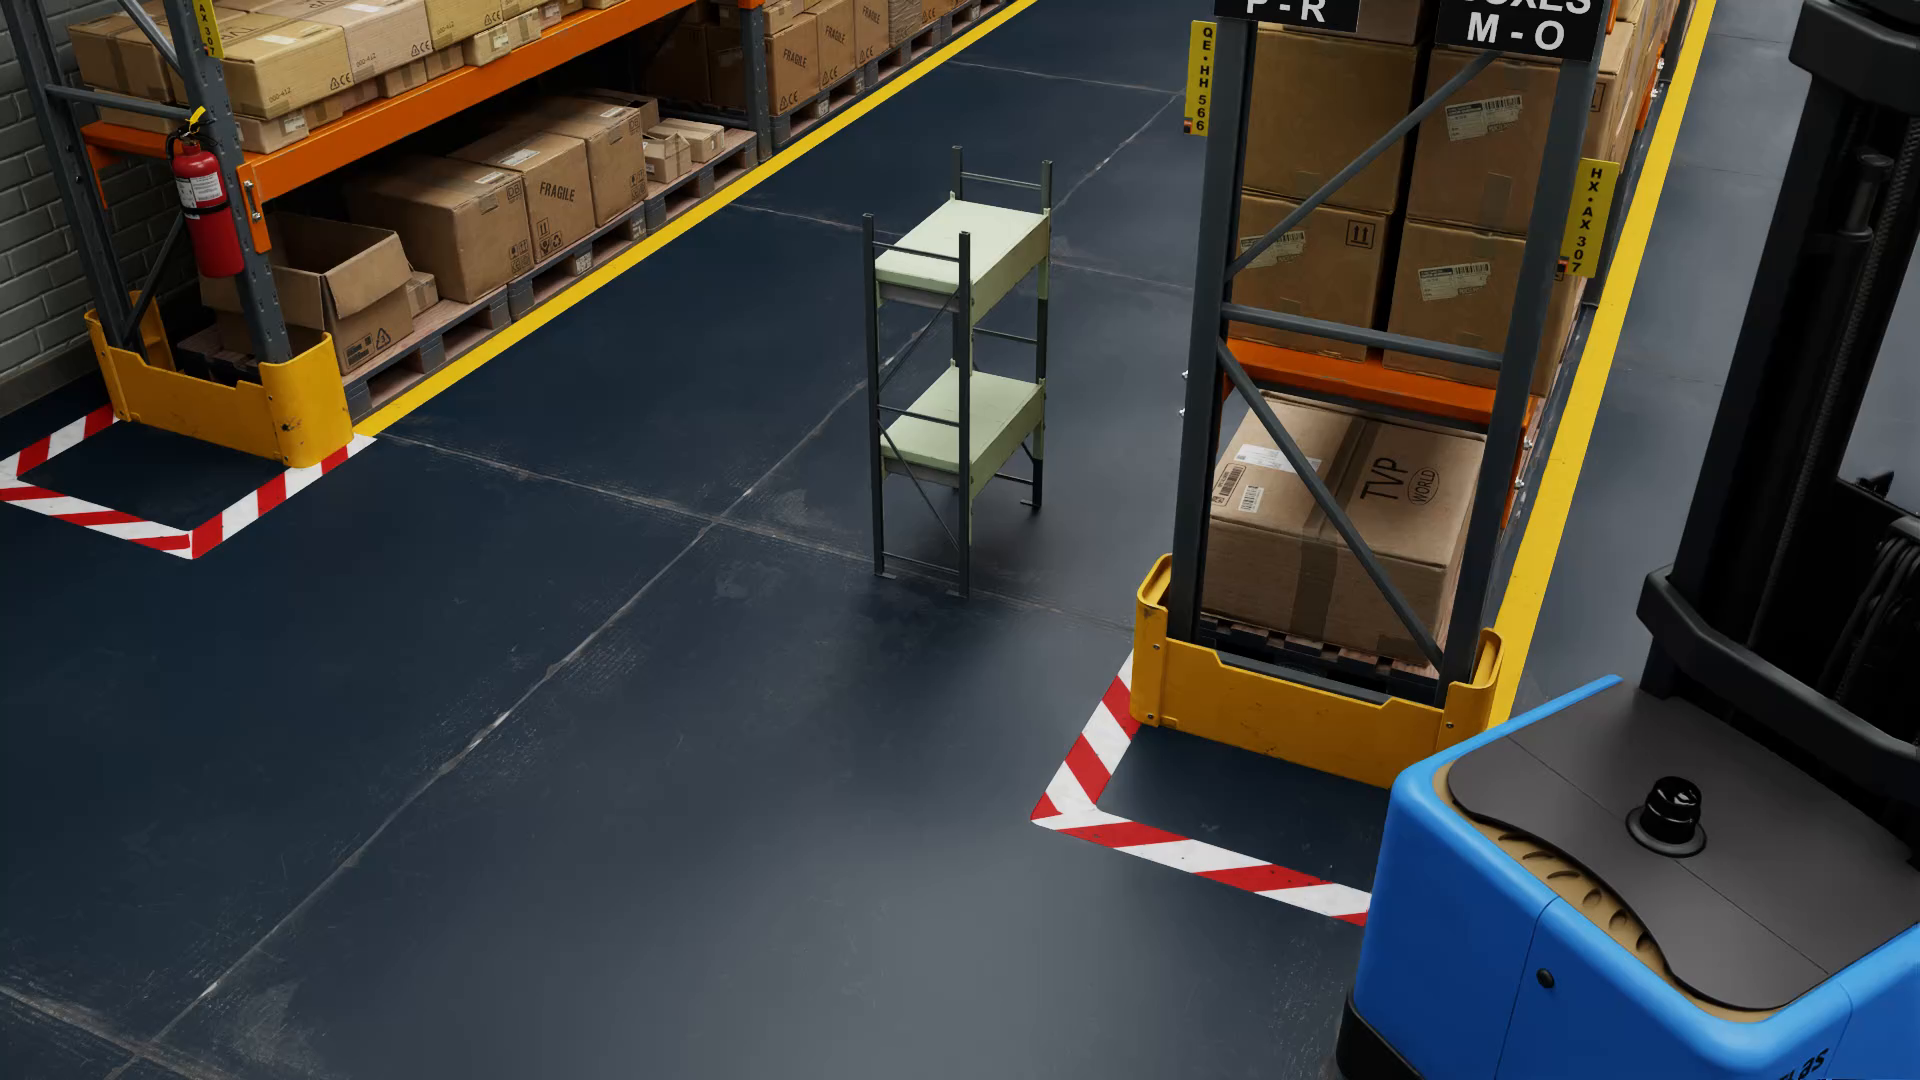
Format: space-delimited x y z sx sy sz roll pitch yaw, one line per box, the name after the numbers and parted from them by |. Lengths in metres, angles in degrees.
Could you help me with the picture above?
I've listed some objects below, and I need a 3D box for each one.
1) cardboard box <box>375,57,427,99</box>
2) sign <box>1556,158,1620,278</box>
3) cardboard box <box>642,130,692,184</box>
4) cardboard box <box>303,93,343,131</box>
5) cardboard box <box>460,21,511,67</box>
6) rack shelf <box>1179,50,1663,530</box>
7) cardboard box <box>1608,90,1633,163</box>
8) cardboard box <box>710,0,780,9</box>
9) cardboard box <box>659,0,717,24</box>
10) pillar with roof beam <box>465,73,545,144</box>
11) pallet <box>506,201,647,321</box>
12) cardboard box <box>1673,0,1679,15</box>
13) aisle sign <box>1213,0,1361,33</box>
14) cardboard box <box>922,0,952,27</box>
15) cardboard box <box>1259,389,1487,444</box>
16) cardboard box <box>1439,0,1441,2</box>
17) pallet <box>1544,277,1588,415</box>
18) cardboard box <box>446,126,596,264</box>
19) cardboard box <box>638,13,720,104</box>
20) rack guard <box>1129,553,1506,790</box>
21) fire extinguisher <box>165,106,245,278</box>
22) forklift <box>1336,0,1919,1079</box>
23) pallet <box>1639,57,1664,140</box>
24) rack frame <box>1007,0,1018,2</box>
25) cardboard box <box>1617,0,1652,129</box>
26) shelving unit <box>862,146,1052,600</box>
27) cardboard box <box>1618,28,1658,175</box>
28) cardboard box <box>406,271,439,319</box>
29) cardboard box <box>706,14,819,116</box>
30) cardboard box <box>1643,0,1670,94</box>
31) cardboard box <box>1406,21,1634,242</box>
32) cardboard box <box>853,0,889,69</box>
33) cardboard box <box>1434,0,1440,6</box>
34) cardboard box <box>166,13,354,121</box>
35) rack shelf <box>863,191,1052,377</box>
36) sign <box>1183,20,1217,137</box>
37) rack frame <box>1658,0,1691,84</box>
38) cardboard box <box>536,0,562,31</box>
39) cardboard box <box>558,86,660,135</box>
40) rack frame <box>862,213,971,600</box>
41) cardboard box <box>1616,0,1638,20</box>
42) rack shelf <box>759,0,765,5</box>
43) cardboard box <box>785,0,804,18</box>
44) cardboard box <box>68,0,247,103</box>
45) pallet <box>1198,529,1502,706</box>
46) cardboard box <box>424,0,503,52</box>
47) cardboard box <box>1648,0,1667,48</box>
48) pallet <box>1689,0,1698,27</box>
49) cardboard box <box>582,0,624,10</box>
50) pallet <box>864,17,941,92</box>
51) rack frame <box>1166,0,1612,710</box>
-2.635 -2.118 7.474 0.380 0.149 0.250 15 36 22 | cardboard box
1.686 -0.863 4.468 0.100 0.325 0.005 14 36 20 | sign
-1.768 -2.236 9.535 0.396 0.266 0.258 15 36 22 | cardboard box
-2.874 -1.868 7.092 0.380 0.149 0.250 15 36 22 | cardboard box
-2.355 -2.360 7.843 0.380 0.149 0.250 13 35 19 | cardboard box
2.021 -1.293 6.642 1.077 0.370 4.000 14 36 20 | rack shelf
2.061 -1.320 5.937 0.500 0.500 0.500 14 36 20 | cardboard box
-1.315 -3.384 10.209 0.380 0.149 0.250 14 36 20 | cardboard box
-1.760 -3.378 10.471 0.380 0.149 0.250 13 35 19 | cardboard box
1.148 -5.108 6.333 9.100 9.000 0.400 14 36 20 | pillar with roof beam
-2.449 -1.609 9.011 1.003 0.211 1.213 14 36 20 | pallet
3.497 -2.944 8.641 0.500 0.250 0.500 13 36 19 | cardboard box
0.873 -1.720 4.267 0.394 0.787 0.004 14 36 20 | aisle sign
-0.396 -4.081 12.135 0.500 0.500 0.500 16 36 23 | cardboard box
1.745 -0.511 6.748 0.875 0.438 0.875 15 36 22 | cardboard box
1.362 -1.619 5.481 0.500 0.500 0.500 14 36 21 | cardboard box
2.469 -1.063 8.179 1.003 0.211 1.213 14 36 20 | pallet
-2.279 -1.805 8.664 0.500 0.500 0.500 15 36 21 | cardboard box
-1.715 -3.169 10.745 0.500 0.500 0.500 14 36 20 | cardboard box
1.174 0.460 5.593 1.175 0.500 0.348 14 36 20 | rack guard
-2.967 -1.367 6.510 0.296 0.674 0.183 14 36 20 | fire extinguisher
2.543 0.038 4.019 3.031 2.935 1.130 -18 37 -25 | forklift
4.133 -3.041 11.195 1.003 0.211 1.213 14 36 20 | pallet
0.021 -5.719 12.736 1.000 3.000 0.127 14 36 20 | rack frame
2.062 -1.748 5.678 0.500 0.500 0.500 14 36 20 | cardboard box
0.003 -0.631 6.344 0.431 1.500 0.755 14 36 20 | shelving unit
2.489 -1.831 6.715 0.500 0.500 0.500 14 36 20 | cardboard box
-2.771 -1.204 8.067 0.380 0.149 0.250 13 35 19 | cardboard box
-1.245 -3.046 10.557 0.500 0.500 0.500 16 36 23 | cardboard box
2.896 -2.342 7.495 0.500 0.500 0.500 15 36 21 | cardboard box
1.644 -1.231 4.889 0.500 0.500 0.500 13 36 19 | cardboard box
-0.819 -3.561 11.342 0.500 0.500 0.500 13 35 19 | cardboard box
1.237 -1.686 4.990 0.380 0.149 0.250 15 36 21 | cardboard box
-2.891 -1.960 6.870 0.500 0.250 0.500 14 36 21 | cardboard box
0.003 -0.957 6.130 0.431 0.370 0.720 14 36 20 | rack shelf
0.697 -1.312 4.744 0.100 0.325 0.005 14 36 20 | sign
4.531 -4.582 11.002 1.000 3.000 0.127 14 36 20 | rack frame
-2.218 -2.640 8.271 0.380 0.149 0.250 14 36 20 | cardboard box
-2.143 -2.503 9.901 0.500 0.311 0.500 15 36 22 | cardboard box
-0.150 -0.448 6.066 0.400 1.500 0.023 14 36 20 | rack frame
1.842 -1.692 5.001 0.380 0.149 0.250 15 36 22 | cardboard box
-0.815 -4.422 11.414 1.077 0.370 4.000 14 36 20 | rack shelf
-1.215 -3.402 10.507 0.380 0.149 0.250 13 35 19 | cardboard box
-3.374 -2.086 7.062 0.500 0.250 0.500 15 36 22 | cardboard box
1.448 0.152 6.325 1.003 0.211 1.213 14 36 20 | pallet
-2.471 -2.465 7.639 0.500 0.250 0.500 13 36 20 | cardboard box
2.487 -2.245 6.435 0.500 0.500 0.500 15 36 21 | cardboard box
5.371 -4.410 13.283 1.003 0.211 1.213 14 36 20 | pallet
-1.948 -2.877 8.631 0.380 0.149 0.250 14 36 20 | cardboard box
-0.837 -3.584 12.024 1.003 0.211 1.213 14 36 20 | pallet
1.184 -0.598 4.926 1.000 3.000 0.127 14 36 20 | rack frame
